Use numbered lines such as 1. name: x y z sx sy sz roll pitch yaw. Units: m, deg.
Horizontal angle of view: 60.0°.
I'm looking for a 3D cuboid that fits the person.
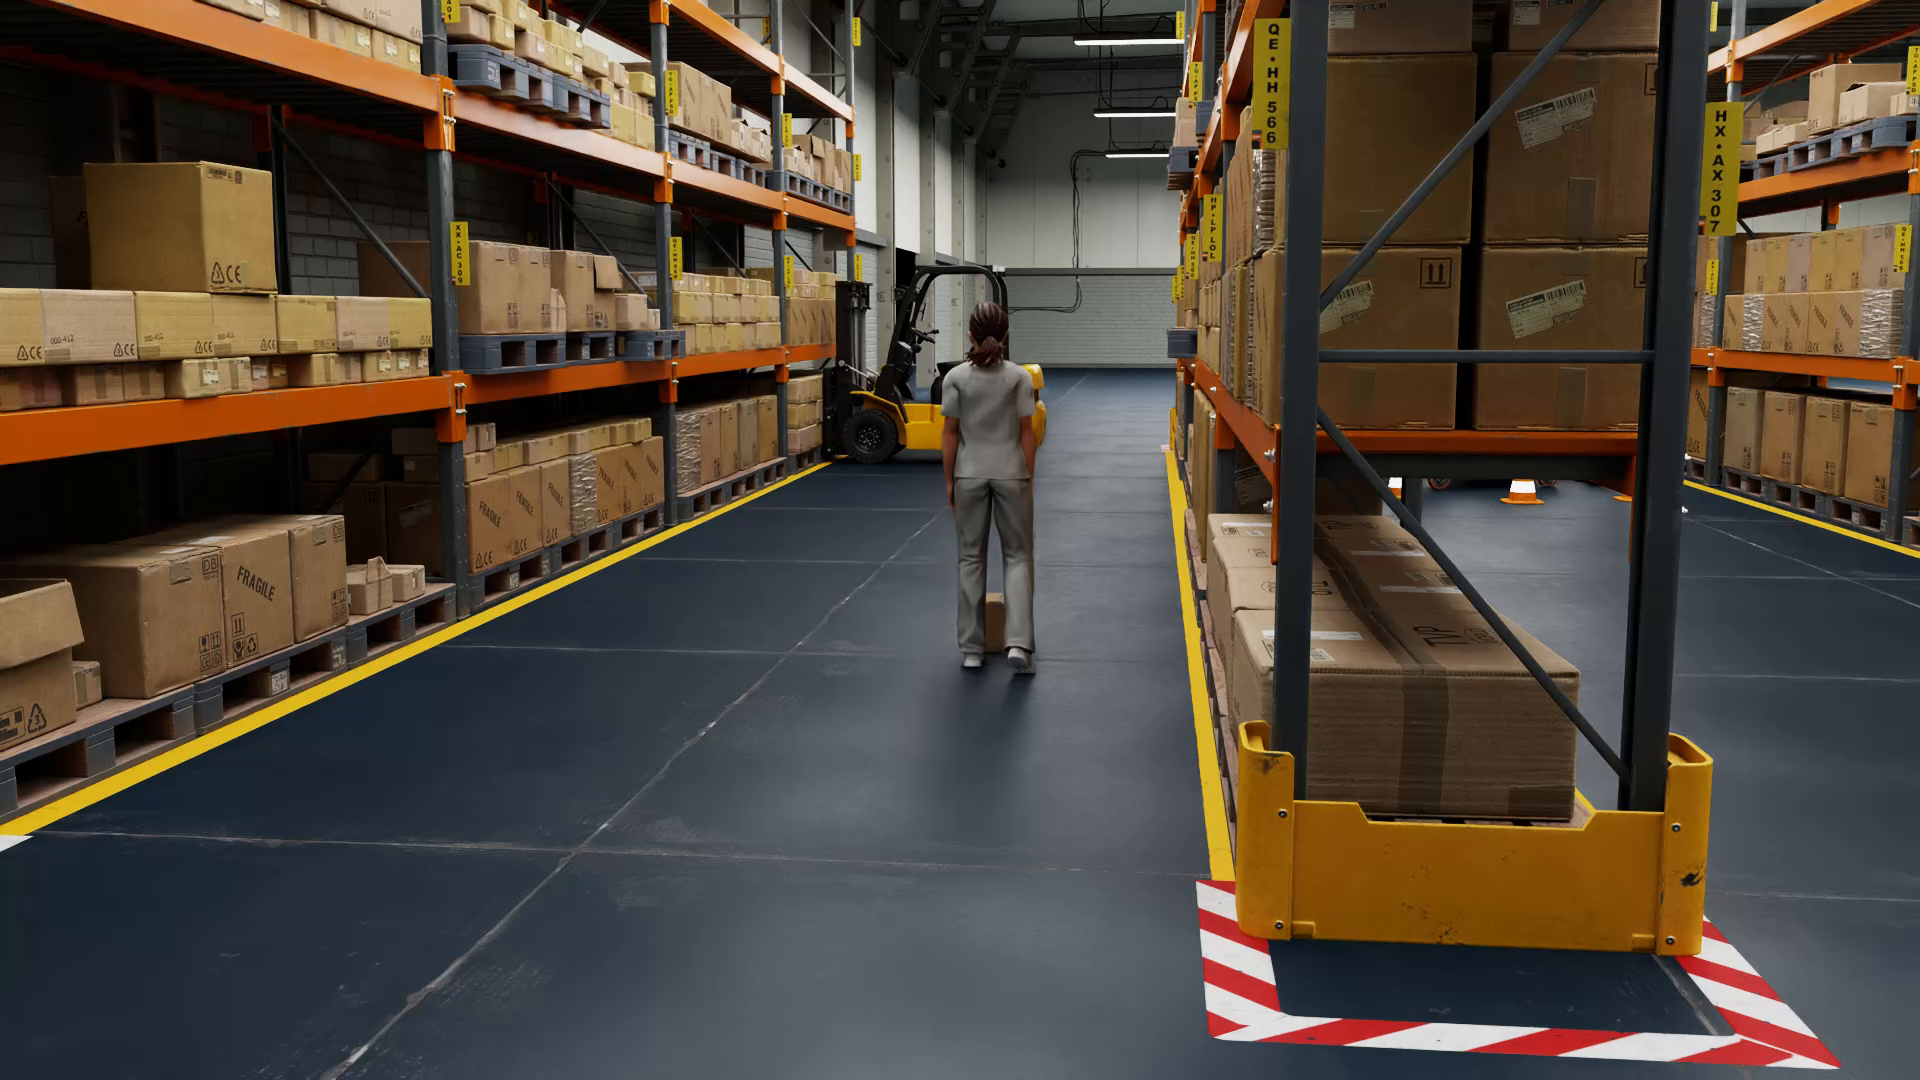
1. person: 0.137 -0.204 7.594 0.446 1.747 0.478 1 8 7
